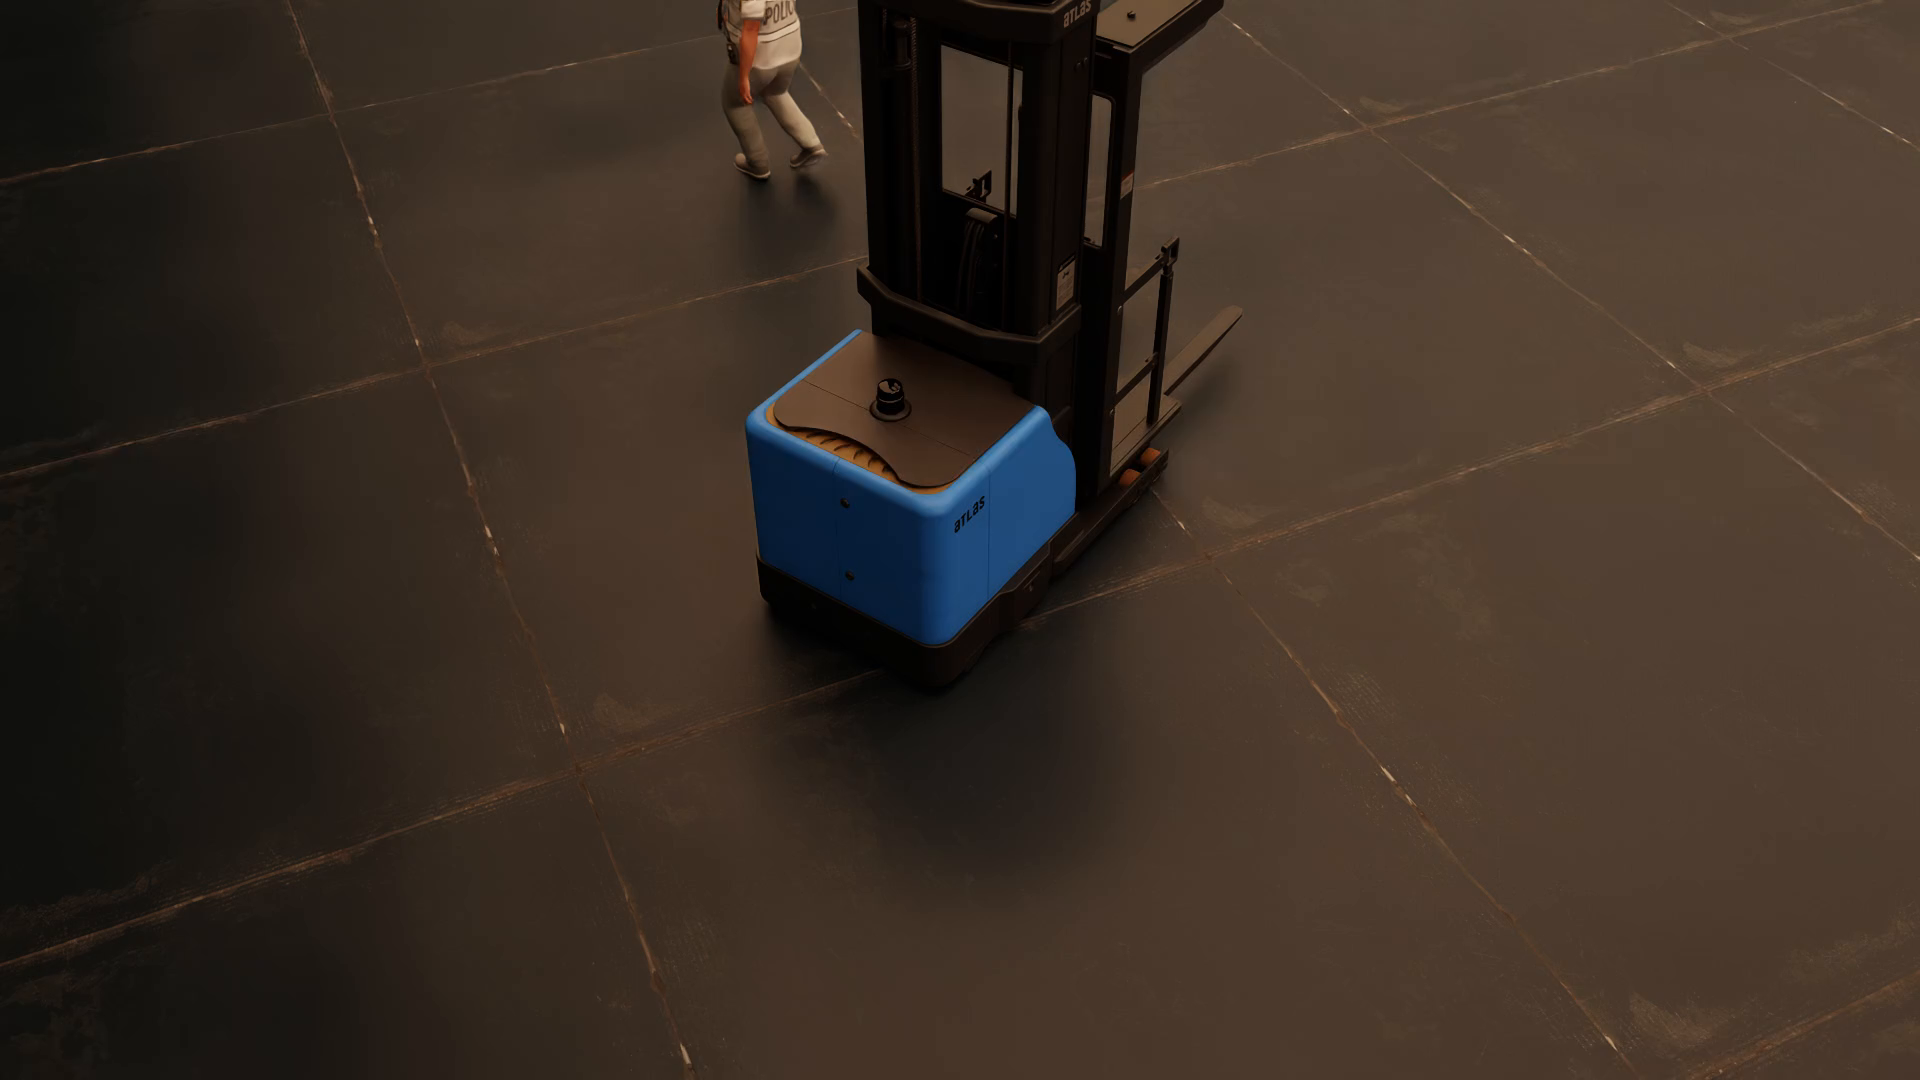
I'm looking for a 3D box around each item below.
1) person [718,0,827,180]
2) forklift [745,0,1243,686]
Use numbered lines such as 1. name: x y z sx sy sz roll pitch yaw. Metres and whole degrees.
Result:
1. person: -1.174 -2.837 9.638 0.635 1.692 0.699 32 52 30
2. forklift: 0.359 -1.420 7.202 1.130 2.935 3.031 26 49 25
